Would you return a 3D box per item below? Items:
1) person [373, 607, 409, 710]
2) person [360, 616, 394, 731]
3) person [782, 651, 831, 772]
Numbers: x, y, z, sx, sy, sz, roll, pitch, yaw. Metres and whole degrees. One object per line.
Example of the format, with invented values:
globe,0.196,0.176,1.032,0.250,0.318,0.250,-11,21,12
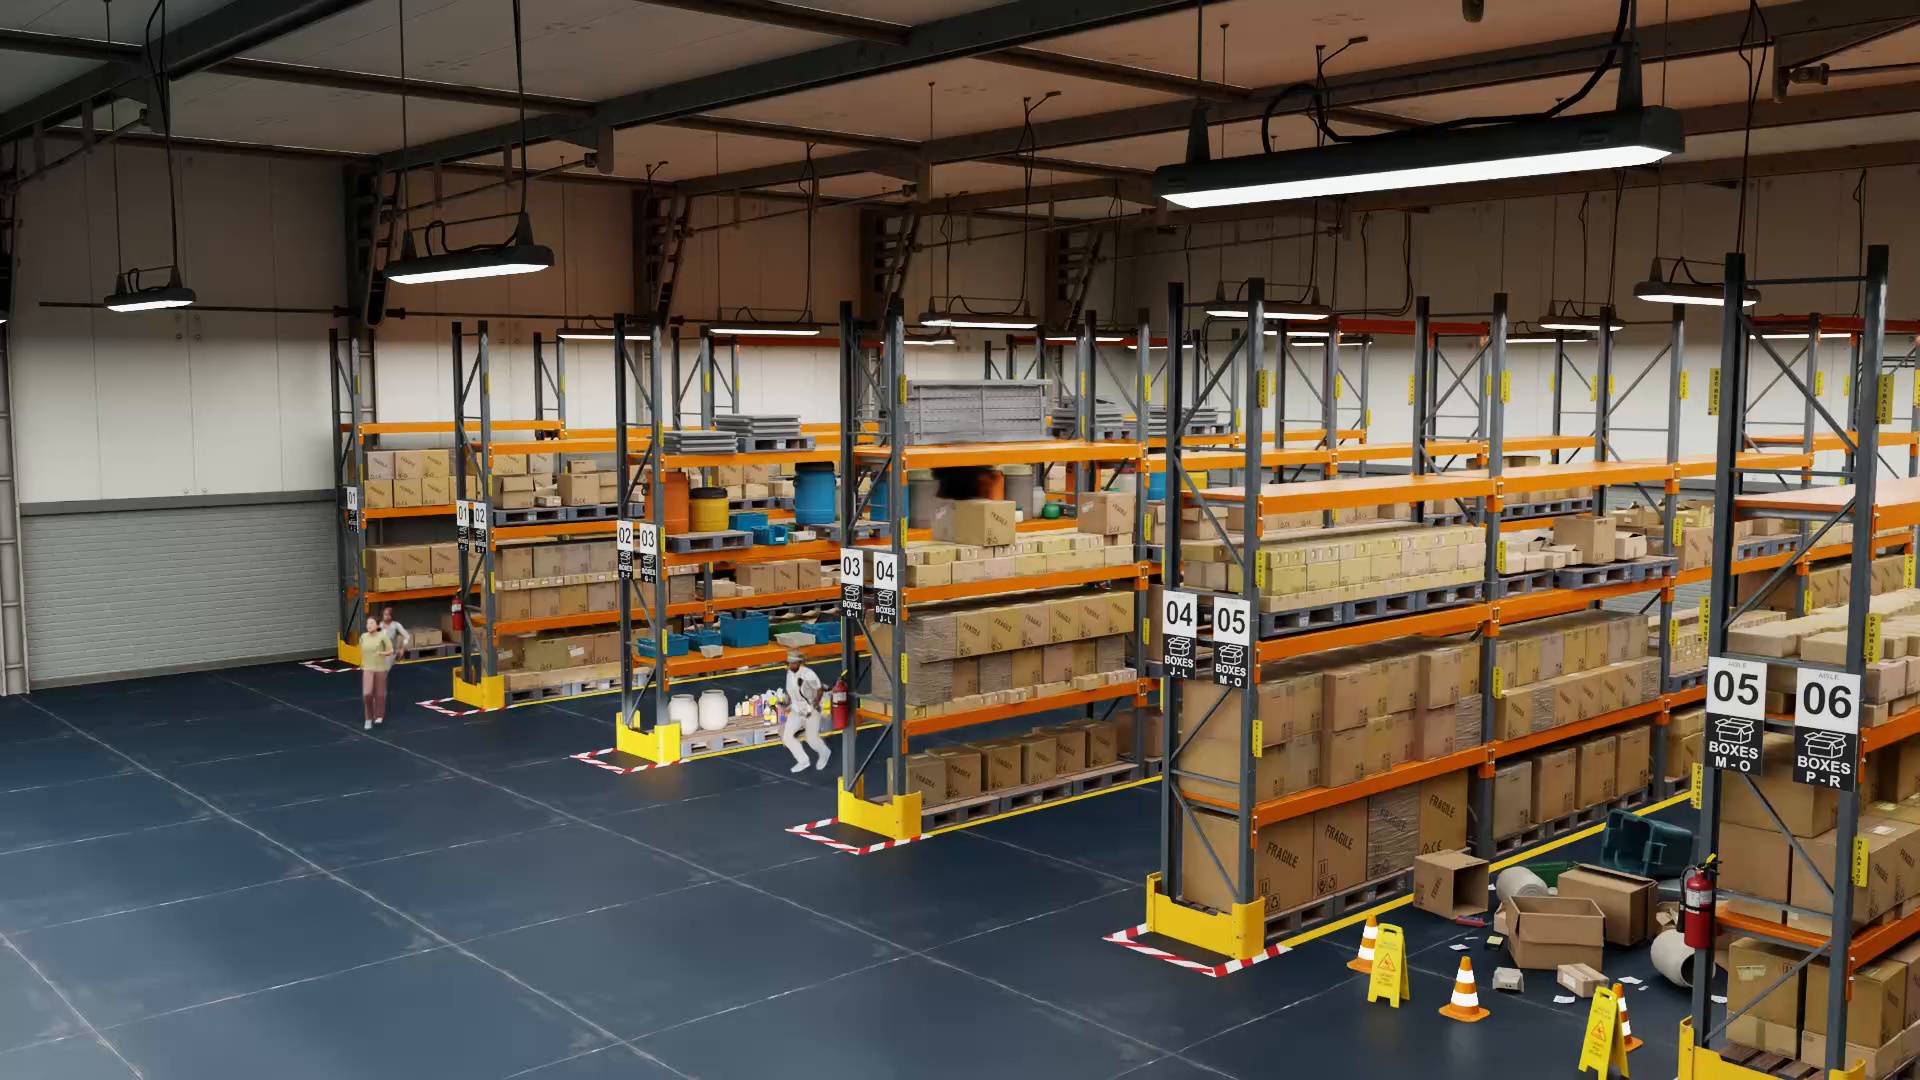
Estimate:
person,-8.917,1.834,25.868,0.608,1.600,0.627,0,6,4
person,-8.553,1.944,24.360,0.549,1.699,0.683,-1,6,-6
person,-1.879,2.128,20.730,0.546,1.612,0.810,4,7,32
